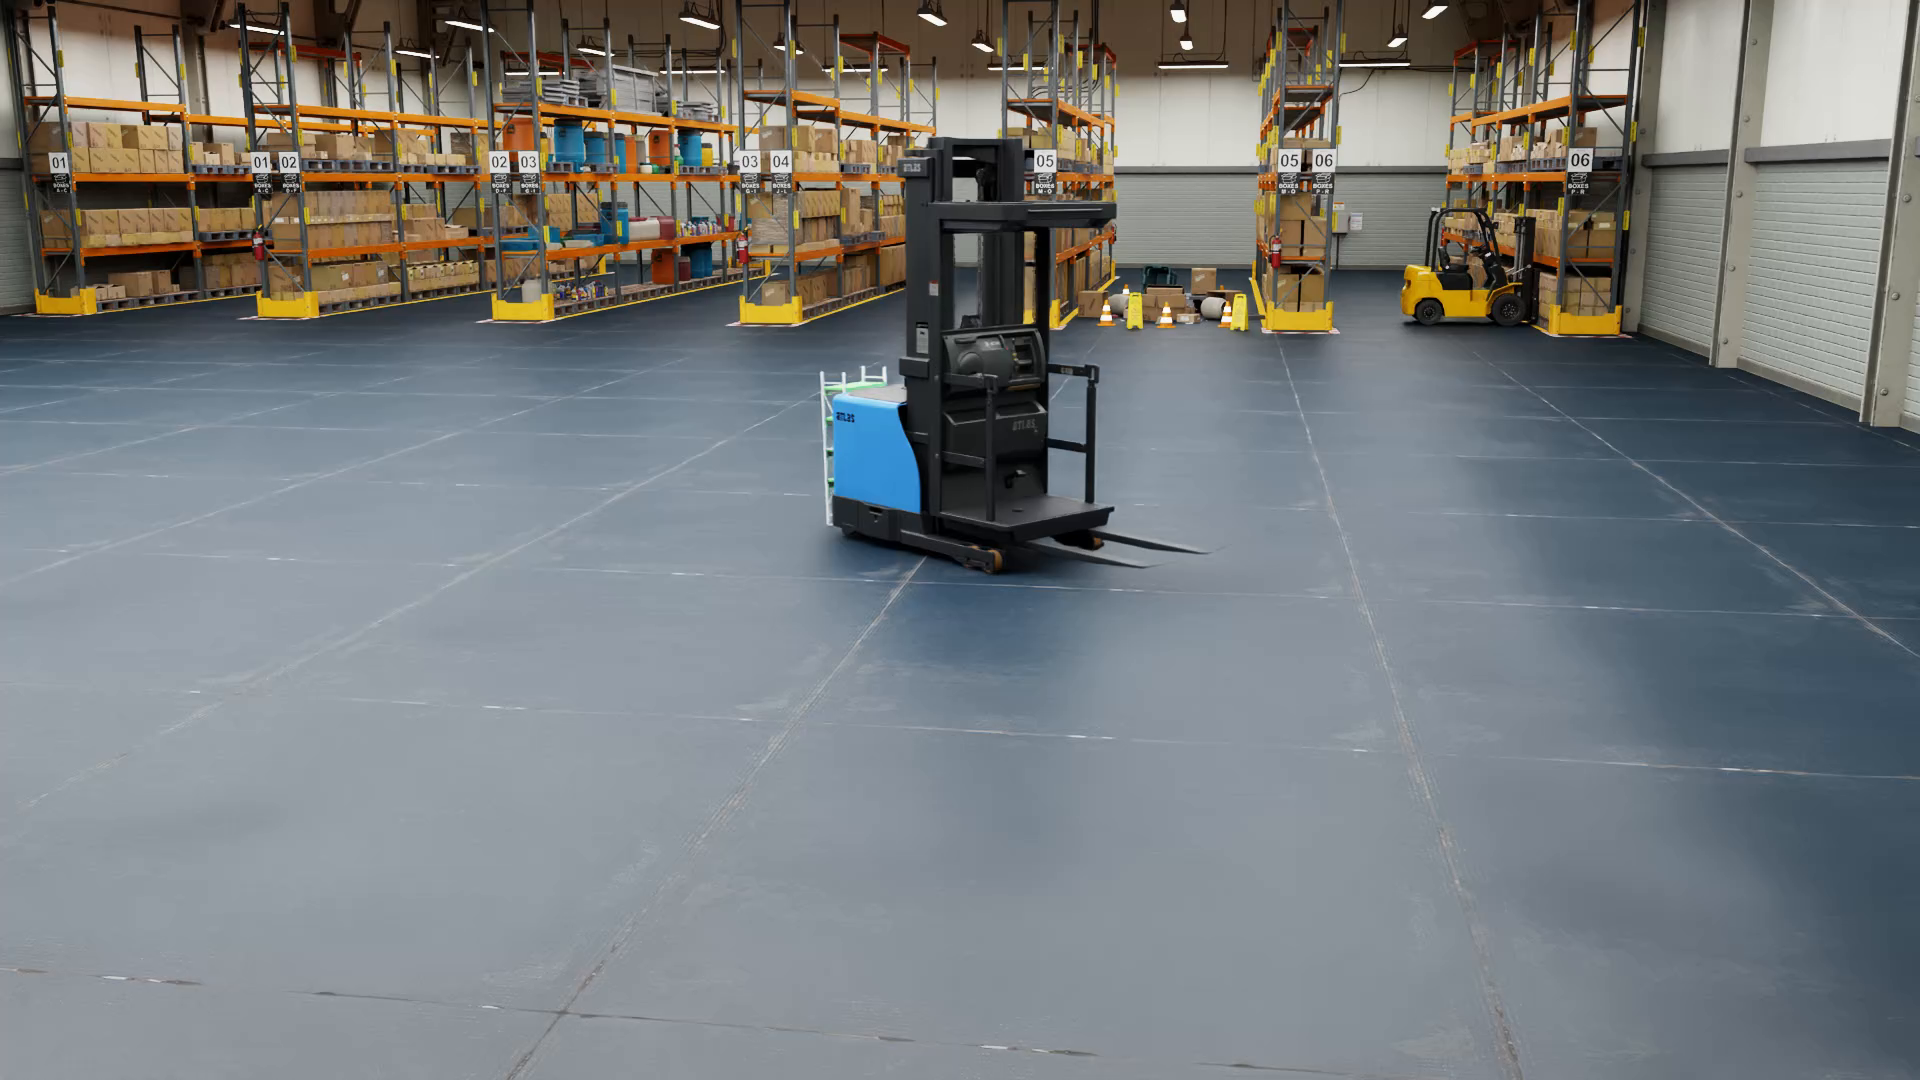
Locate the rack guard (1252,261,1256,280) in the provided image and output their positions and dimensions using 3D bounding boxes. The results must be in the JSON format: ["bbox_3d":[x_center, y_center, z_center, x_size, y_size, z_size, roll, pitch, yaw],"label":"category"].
[{"bbox_3d":[8.633,-7.411,45.697,1.175,0.500,0.348,2,12,9],"label":"rack guard"}]

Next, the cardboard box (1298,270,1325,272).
[{"bbox_3d":[6.730,-4.903,31.872,0.500,0.500,0.500,2,12,10],"label":"cardboard box"}]

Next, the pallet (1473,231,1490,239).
[{"bbox_3d":[12.599,-7.114,38.840,1.003,0.211,1.213,2,12,9],"label":"pallet"}]

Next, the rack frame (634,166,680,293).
[{"bbox_3d":[-7.287,-7.445,39.918,1.000,3.000,0.127,2,12,9],"label":"rack frame"}]

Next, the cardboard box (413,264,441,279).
[{"bbox_3d":[-12.326,-6.198,38.333,0.500,0.311,0.500,1,12,7],"label":"cardboard box"}]

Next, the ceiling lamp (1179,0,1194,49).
[{"bbox_3d":[5.728,-13.479,39.822,0.800,3.185,2.000,2,12,9],"label":"ceiling lamp"}]

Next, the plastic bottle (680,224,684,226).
[{"bbox_3d":[-7.112,-7.935,42.488,0.152,0.276,0.135,2,12,9],"label":"plastic bottle"}]

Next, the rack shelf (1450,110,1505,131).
[{"bbox_3d":[13.227,-10.631,42.180,1.077,0.370,4.000,2,12,9],"label":"rack shelf"}]

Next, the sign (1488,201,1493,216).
[{"bbox_3d":[11.767,-7.346,36.900,0.100,0.325,0.005,2,12,9],"label":"sign"}]

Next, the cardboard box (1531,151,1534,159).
[{"bbox_3d":[11.320,-7.485,32.345,0.380,0.149,0.250,2,12,10],"label":"cardboard box"}]

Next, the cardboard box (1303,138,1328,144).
[{"bbox_3d":[7.337,-8.186,34.410,0.500,0.250,0.500,2,12,7],"label":"cardboard box"}]

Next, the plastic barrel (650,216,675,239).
[{"bbox_3d":[-7.059,-7.405,39.410,0.600,0.536,0.708,2,12,9],"label":"plastic barrel"}]

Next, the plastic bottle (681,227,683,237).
[{"bbox_3d":[-6.805,-7.534,40.610,0.061,0.283,0.133,2,12,9],"label":"plastic bottle"}]

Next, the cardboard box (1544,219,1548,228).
[{"bbox_3d":[11.024,-5.853,30.754,0.380,0.149,0.250,2,12,9],"label":"cardboard box"}]

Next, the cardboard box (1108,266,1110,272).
[{"bbox_3d":[3.908,-7.406,45.510,0.380,0.149,0.250,2,12,10],"label":"cardboard box"}]

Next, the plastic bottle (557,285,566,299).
[{"bbox_3d":[-8.380,-5.214,34.987,0.152,0.276,0.135,2,12,9],"label":"plastic bottle"}]

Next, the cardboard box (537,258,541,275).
[{"bbox_3d":[-11.358,-7.320,44.227,0.500,0.500,0.500,2,12,8],"label":"cardboard box"}]

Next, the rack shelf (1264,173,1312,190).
[{"bbox_3d":[7.092,-7.661,35.511,1.077,0.370,4.000,2,12,9],"label":"rack shelf"}]

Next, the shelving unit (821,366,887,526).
[{"bbox_3d":[-0.812,-0.737,13.048,0.258,1.200,0.503,7,14,36],"label":"shelving unit"}]

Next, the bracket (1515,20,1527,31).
[{"bbox_3d":[13.503,-12.369,39.983,0.235,0.232,0.430,2,12,9],"label":"bracket"}]

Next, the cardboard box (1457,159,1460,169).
[{"bbox_3d":[12.991,-9.602,42.459,0.500,0.250,0.500,2,12,8],"label":"cardboard box"}]

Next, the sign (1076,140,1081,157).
[{"bbox_3d":[2.426,-8.010,34.005,0.100,0.325,0.005,2,12,9],"label":"sign"}]

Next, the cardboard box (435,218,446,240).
[{"bbox_3d":[-12.423,-7.305,39.032,0.500,0.500,0.500,1,12,6],"label":"cardboard box"}]

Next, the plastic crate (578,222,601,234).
[{"bbox_3d":[-8.130,-6.754,36.561,0.402,0.464,0.583,2,12,9],"label":"plastic crate"}]

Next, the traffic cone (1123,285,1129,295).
[{"bbox_3d":[3.576,-5.260,35.802,0.336,0.463,0.334,2,12,9],"label":"traffic cone"}]

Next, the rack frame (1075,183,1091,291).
[{"bbox_3d":[2.492,-7.102,38.330,1.000,3.000,0.127,2,12,9],"label":"rack frame"}]

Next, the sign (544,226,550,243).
[{"bbox_3d":[-7.974,-5.896,32.074,0.100,0.325,0.005,2,12,9],"label":"sign"}]

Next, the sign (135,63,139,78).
[{"bbox_3d":[-18.241,-10.416,36.874,0.100,0.325,0.005,2,12,9],"label":"sign"}]

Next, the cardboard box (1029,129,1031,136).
[{"bbox_3d":[1.136,-7.717,31.530,0.380,0.149,0.250,2,12,9],"label":"cardboard box"}]

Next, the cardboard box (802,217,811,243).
[{"bbox_3d":[-3.434,-6.137,32.909,0.875,0.500,0.500,2,12,9],"label":"cardboard box"}]

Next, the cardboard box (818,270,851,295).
[{"bbox_3d":[-2.800,-5.670,36.574,0.700,0.500,0.500,2,12,8],"label":"cardboard box"}]

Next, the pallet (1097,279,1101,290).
[{"bbox_3d":[2.989,-6.410,41.735,1.003,0.211,1.213,2,12,9],"label":"pallet"}]

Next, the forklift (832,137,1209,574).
[{"bbox_3d":[0.393,-1.322,11.670,1.130,2.935,3.031,-11,16,-41],"label":"forklift"}]

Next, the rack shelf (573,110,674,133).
[{"bbox_3d":[-7.595,-9.414,37.472,1.077,0.370,4.000,2,12,9],"label":"rack shelf"}]

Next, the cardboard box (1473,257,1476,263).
[{"bbox_3d":[12.607,-6.756,40.120,0.380,0.149,0.250,1,12,6],"label":"cardboard box"}]

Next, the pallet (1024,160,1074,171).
[{"bbox_3d":[1.741,-7.523,33.371,1.003,0.211,1.213,2,12,9],"label":"pallet"}]

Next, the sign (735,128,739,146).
[{"bbox_3d":[-4.169,-7.540,31.139,0.100,0.325,0.005,2,12,9],"label":"sign"}]

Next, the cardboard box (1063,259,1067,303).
[{"bbox_3d":[1.711,-5.308,34.049,0.875,0.875,0.875,2,12,10],"label":"cardboard box"}]

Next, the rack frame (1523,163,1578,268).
[{"bbox_3d":[11.689,-5.970,33.077,1.000,3.000,0.127,2,12,9],"label":"rack frame"}]

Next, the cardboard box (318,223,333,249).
[{"bbox_3d":[-13.251,-6.196,33.885,0.700,0.500,0.500,2,12,10],"label":"cardboard box"}]

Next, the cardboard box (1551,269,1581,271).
[{"bbox_3d":[11.742,-5.106,32.221,0.500,0.250,0.500,2,12,8],"label":"cardboard box"}]

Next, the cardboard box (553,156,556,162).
[{"bbox_3d":[-11.170,-10.273,45.093,0.500,0.250,0.500,2,12,9],"label":"cardboard box"}]

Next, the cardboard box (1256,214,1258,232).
[{"bbox_3d":[8.272,-8.587,44.980,0.500,0.500,0.500,2,12,8],"label":"cardboard box"}]

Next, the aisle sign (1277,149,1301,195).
[{"bbox_3d":[5.873,-6.565,29.666,0.394,0.787,0.004,2,12,9],"label":"aisle sign"}]

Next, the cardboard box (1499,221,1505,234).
[{"bbox_3d":[11.818,-6.677,35.526,0.500,0.250,0.500,2,12,7],"label":"cardboard box"}]

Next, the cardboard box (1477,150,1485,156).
[{"bbox_3d":[12.261,-9.008,38.710,0.380,0.149,0.250,2,12,9],"label":"cardboard box"}]

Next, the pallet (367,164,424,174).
[{"bbox_3d":[-12.673,-8.330,37.361,0.805,0.209,1.217,1,12,6],"label":"pallet"}]

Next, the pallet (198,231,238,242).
[{"bbox_3d":[-17.430,-6.994,38.280,1.003,0.211,1.213,2,12,9],"label":"pallet"}]
